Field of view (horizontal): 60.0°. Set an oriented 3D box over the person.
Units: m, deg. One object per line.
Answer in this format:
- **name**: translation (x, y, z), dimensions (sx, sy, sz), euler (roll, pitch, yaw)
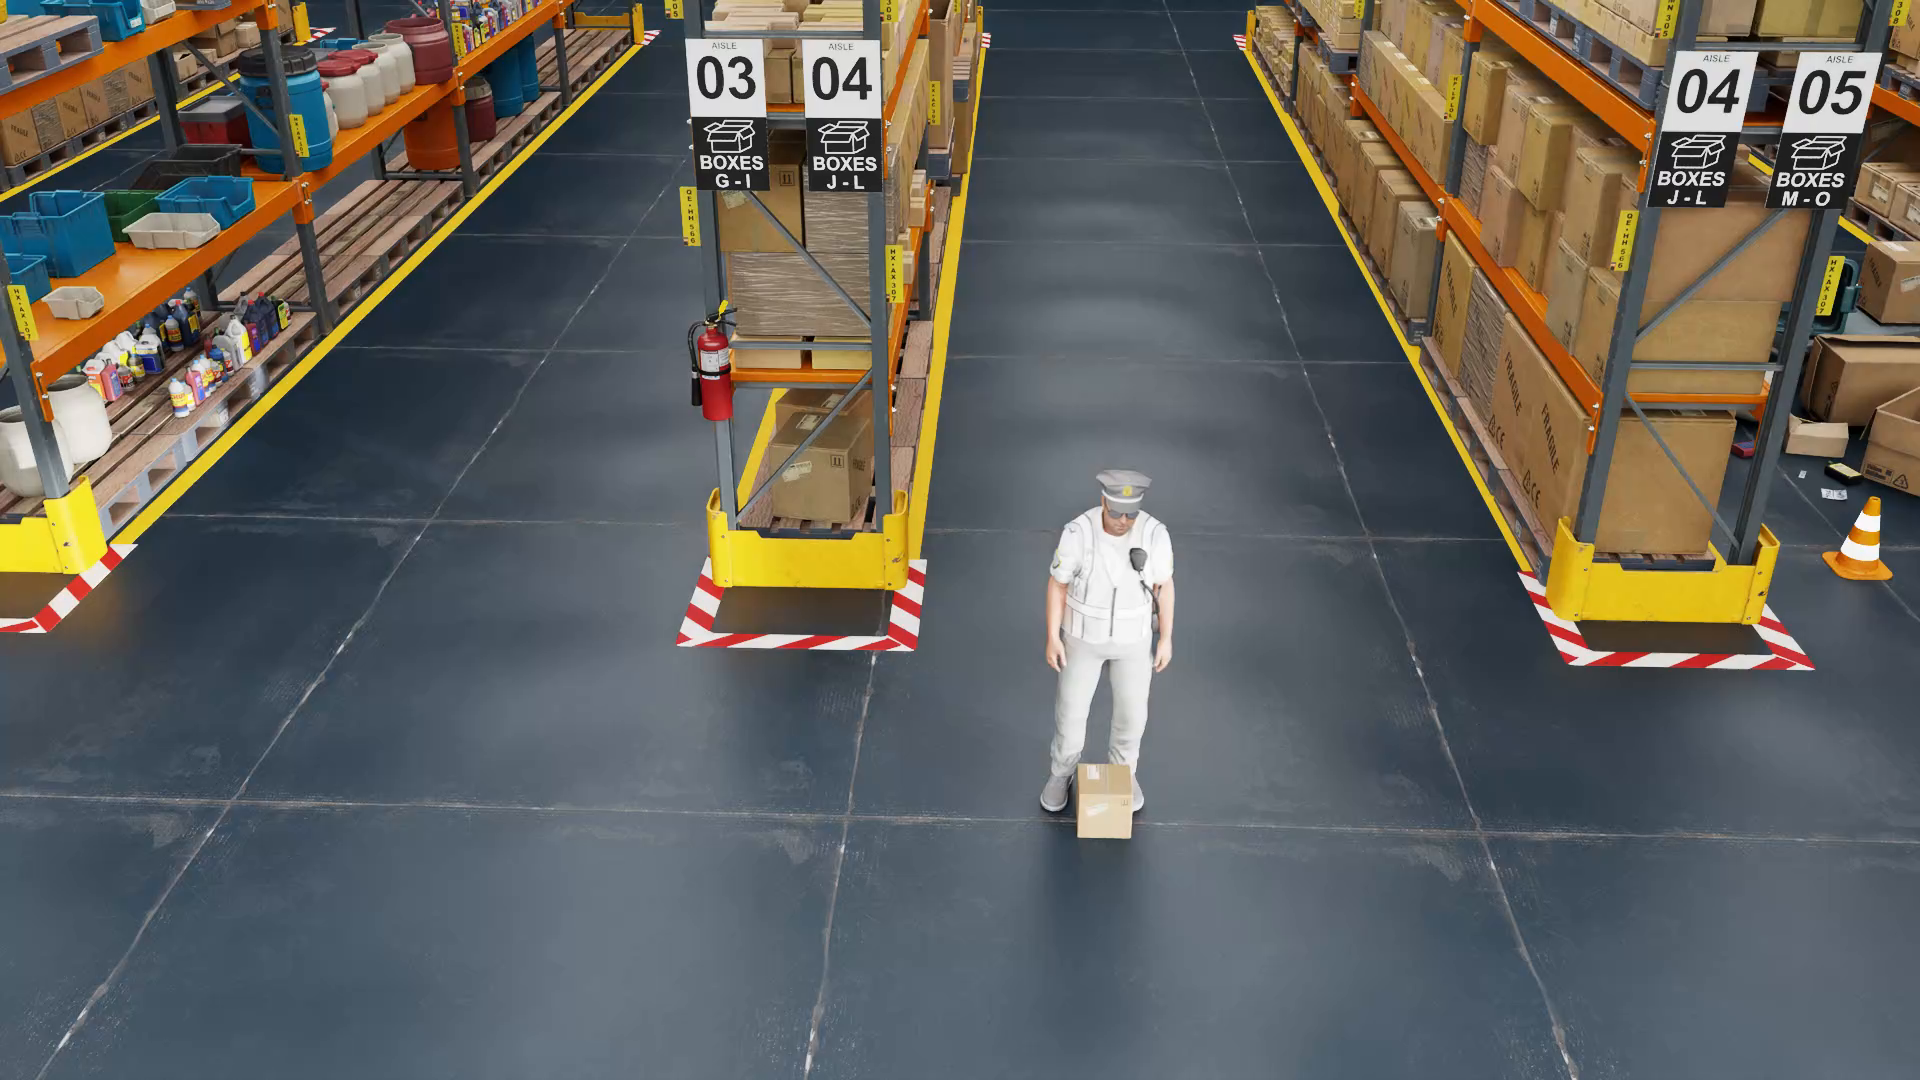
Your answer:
- **person**: translation (0.691, 0.443, 7.770), dimensions (0.602, 1.750, 0.427), euler (0, 28, 0)
